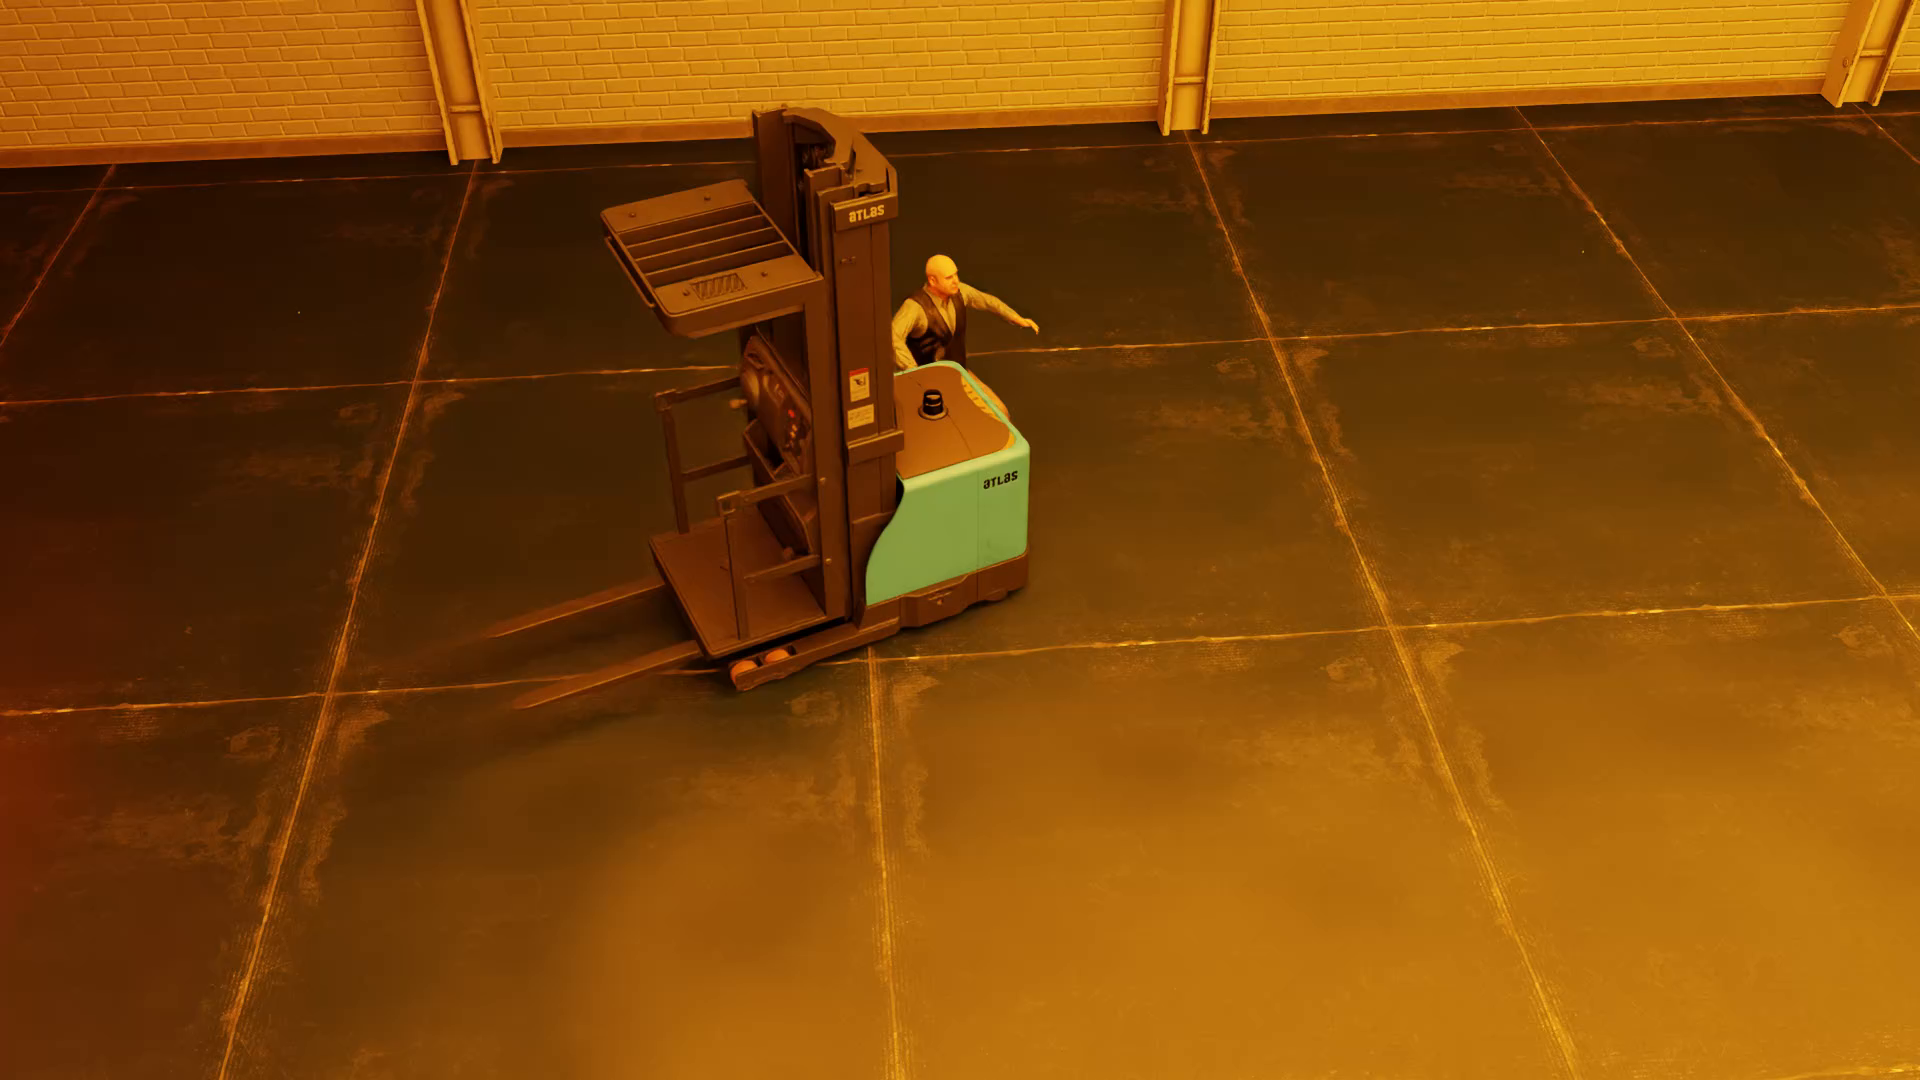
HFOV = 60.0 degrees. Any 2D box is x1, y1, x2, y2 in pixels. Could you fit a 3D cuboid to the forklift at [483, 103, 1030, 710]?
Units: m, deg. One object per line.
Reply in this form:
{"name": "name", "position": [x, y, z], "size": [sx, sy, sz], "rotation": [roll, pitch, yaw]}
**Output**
{"name": "forklift", "position": [-1.152, -0.676, 8.728], "size": [3.031, 2.935, 1.130], "rotation": [-18, 44, -20]}

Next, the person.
{"name": "person", "position": [0.040, -0.996, 10.222], "size": [0.872, 1.487, 0.940], "rotation": [23, 45, 24]}
